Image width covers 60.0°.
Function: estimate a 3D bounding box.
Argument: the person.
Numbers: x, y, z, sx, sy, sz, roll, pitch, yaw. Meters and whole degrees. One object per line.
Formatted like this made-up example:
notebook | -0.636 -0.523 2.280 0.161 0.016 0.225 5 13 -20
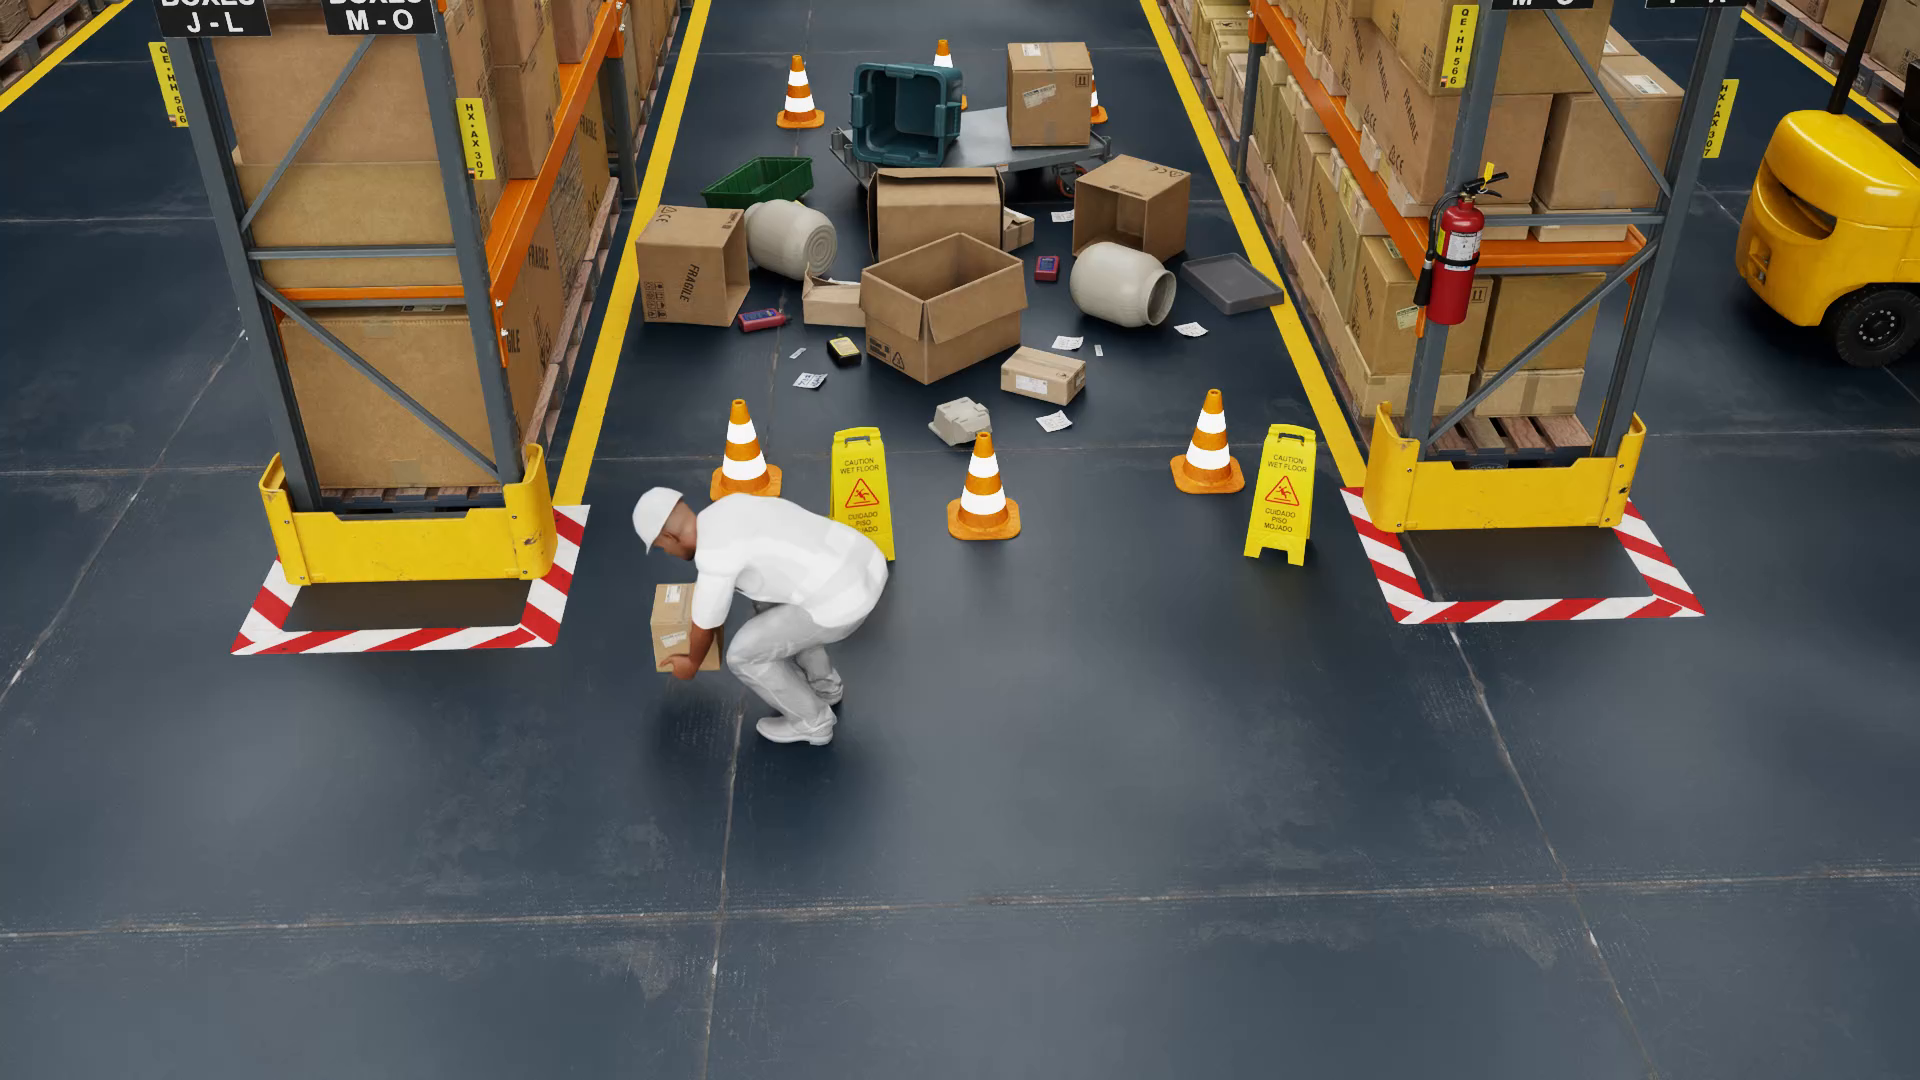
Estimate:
person | -0.763 0.274 6.403 0.960 1.001 0.521 8 36 11
